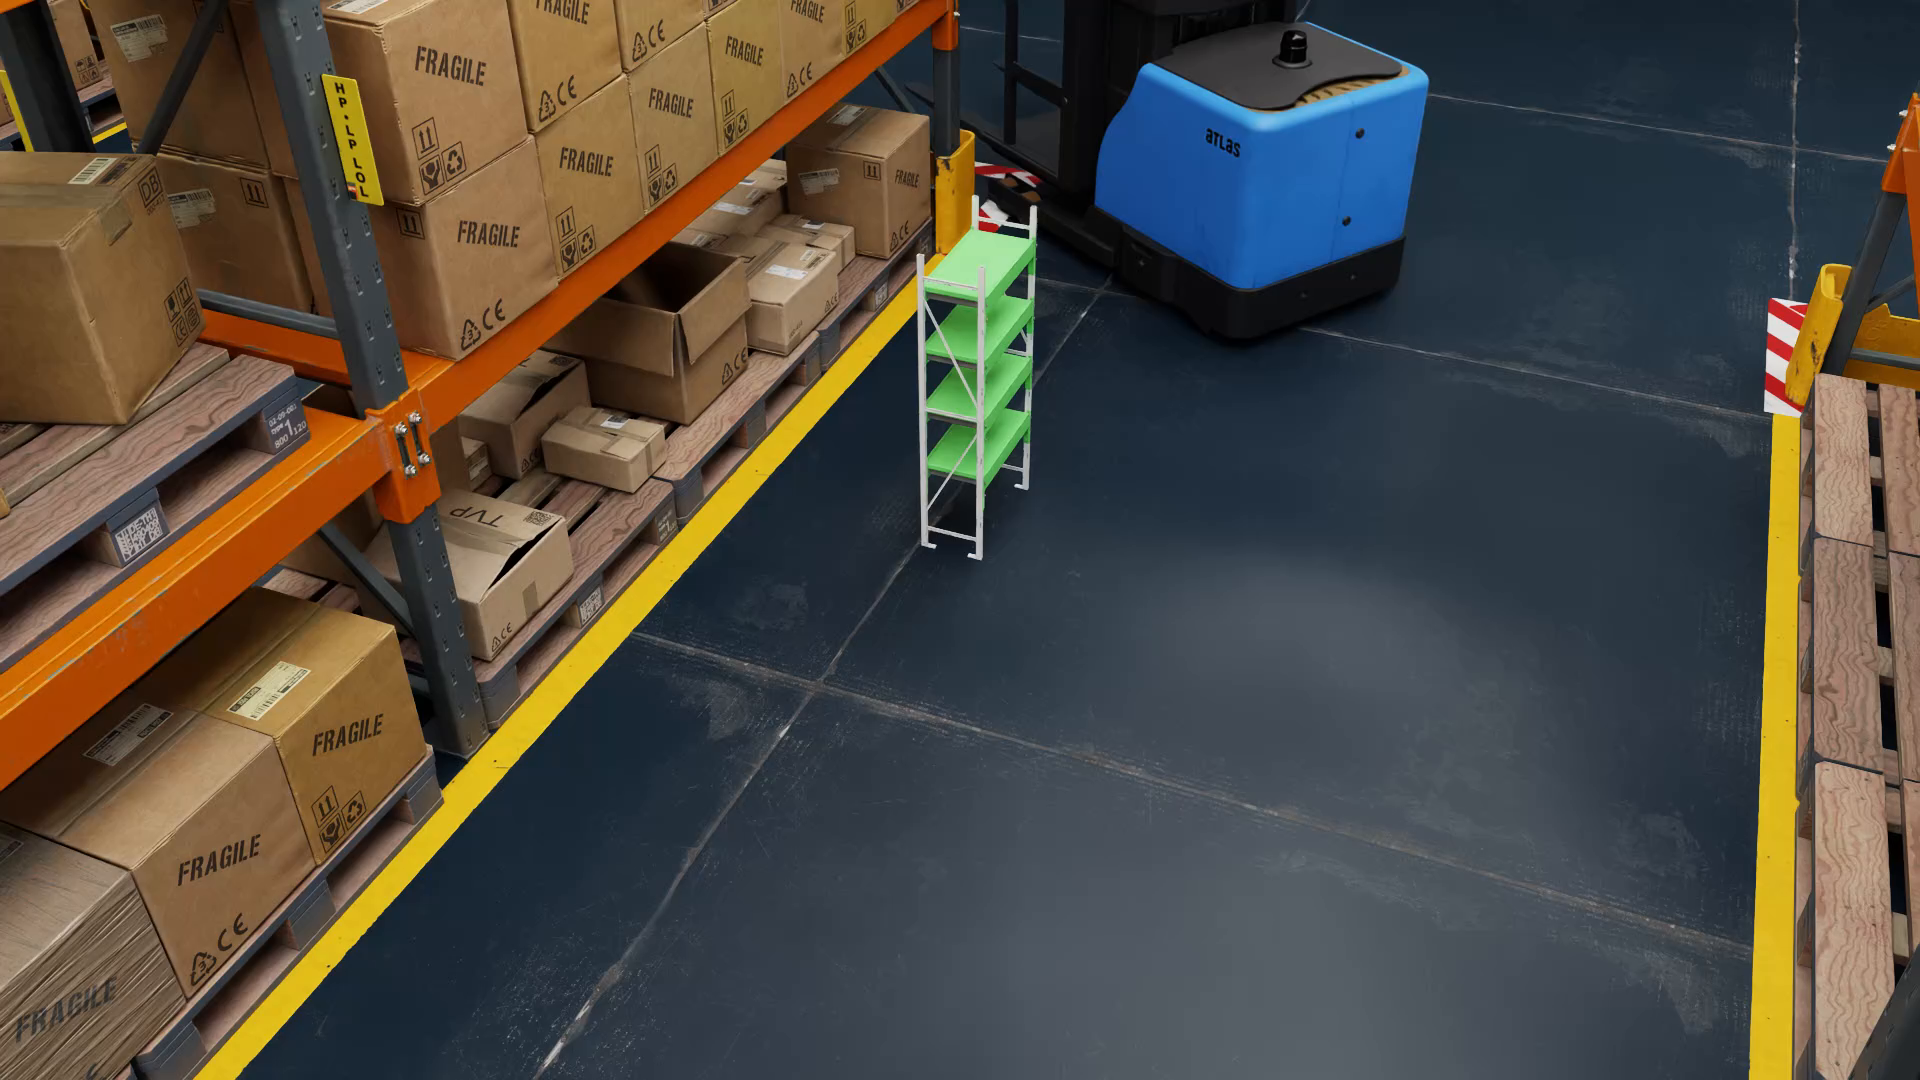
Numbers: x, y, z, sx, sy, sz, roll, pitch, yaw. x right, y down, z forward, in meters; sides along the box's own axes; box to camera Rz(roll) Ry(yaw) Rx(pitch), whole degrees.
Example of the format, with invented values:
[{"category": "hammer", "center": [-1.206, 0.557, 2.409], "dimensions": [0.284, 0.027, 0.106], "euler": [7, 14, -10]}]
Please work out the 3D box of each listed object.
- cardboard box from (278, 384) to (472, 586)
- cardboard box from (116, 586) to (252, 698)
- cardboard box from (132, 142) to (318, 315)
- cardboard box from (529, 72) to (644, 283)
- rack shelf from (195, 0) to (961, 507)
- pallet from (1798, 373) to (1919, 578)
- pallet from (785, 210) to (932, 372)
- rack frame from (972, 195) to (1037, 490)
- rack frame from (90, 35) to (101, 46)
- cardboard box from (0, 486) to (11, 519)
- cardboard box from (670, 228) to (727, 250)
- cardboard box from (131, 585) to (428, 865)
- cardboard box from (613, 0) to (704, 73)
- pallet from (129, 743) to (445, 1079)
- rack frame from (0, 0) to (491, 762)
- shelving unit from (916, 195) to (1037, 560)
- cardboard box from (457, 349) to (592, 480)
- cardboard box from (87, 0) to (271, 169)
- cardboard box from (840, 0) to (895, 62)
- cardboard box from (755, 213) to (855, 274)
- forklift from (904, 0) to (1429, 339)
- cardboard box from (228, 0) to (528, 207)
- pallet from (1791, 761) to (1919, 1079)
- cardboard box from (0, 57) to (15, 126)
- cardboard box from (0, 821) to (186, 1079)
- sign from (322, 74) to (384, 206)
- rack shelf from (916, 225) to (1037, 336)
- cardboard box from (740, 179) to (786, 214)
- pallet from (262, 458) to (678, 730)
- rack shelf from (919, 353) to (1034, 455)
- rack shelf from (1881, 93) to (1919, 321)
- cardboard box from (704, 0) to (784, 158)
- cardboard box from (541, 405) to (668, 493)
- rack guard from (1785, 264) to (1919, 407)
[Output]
[{"category": "cardboard box", "center": [-2.052, -0.196, 5.728], "dimensions": [0.500, 0.500, 0.500], "euler": [14, 39, 18]}, {"category": "cardboard box", "center": [-2.416, 0.396, 4.935], "dimensions": [0.500, 0.500, 0.500], "euler": [12, 38, 16]}, {"category": "cardboard box", "center": [-2.054, -1.016, 5.021], "dimensions": [0.500, 0.500, 0.500], "euler": [14, 39, 18]}, {"category": "cardboard box", "center": [-1.369, -1.186, 5.247], "dimensions": [0.500, 0.500, 0.500], "euler": [15, 39, 19]}, {"category": "rack shelf", "center": [-1.246, -1.460, 6.299], "dimensions": [1.077, 0.370, 4.000], "euler": [14, 39, 18]}, {"category": "pallet", "center": [3.745, -0.161, 6.289], "dimensions": [1.003, 0.211, 1.213], "euler": [14, 39, 18]}, {"category": "pallet", "center": [-0.816, -1.255, 7.753], "dimensions": [1.003, 0.211, 1.213], "euler": [14, 39, 18]}, {"category": "rack frame", "center": [0.156, -0.707, 6.194], "dimensions": [0.240, 1.200, 0.015], "euler": [14, 39, 18]}, {"category": "rack frame", "center": [-5.067, -3.982, 9.072], "dimensions": [1.000, 3.000, 0.127], "euler": [14, 39, 18]}, {"category": "cardboard box", "center": [-2.597, -0.243, 3.635], "dimensions": [0.700, 0.500, 0.500], "euler": [20, 41, 25]}, {"category": "cardboard box", "center": [-1.334, -1.141, 7.200], "dimensions": [0.500, 0.250, 0.500], "euler": [14, 39, 18]}, {"category": "cardboard box", "center": [-1.929, 0.522, 4.766], "dimensions": [0.500, 0.500, 0.500], "euler": [14, 39, 17]}, {"category": "cardboard box", "center": [-1.175, -1.849, 5.299], "dimensions": [0.500, 0.500, 0.500], "euler": [13, 39, 16]}, {"category": "pallet", "center": [-2.281, 0.935, 4.823], "dimensions": [1.003, 0.211, 1.213], "euler": [14, 39, 18]}, {"category": "rack frame", "center": [-2.007, -0.641, 4.602], "dimensions": [1.000, 3.000, 0.127], "euler": [14, 39, 18]}, {"category": "shelving unit", "center": [0.063, -0.572, 6.013], "dimensions": [0.258, 1.200, 0.503], "euler": [14, 39, 18]}, {"category": "cardboard box", "center": [-1.767, -0.536, 6.340], "dimensions": [0.500, 0.311, 0.500], "euler": [14, 39, 18]}, {"category": "cardboard box", "center": [-2.054, -1.421, 4.727], "dimensions": [0.500, 0.500, 0.500], "euler": [14, 39, 18]}, {"category": "cardboard box", "center": [-0.597, -2.298, 6.735], "dimensions": [0.500, 0.500, 0.500], "euler": [14, 39, 18]}, {"category": "cardboard box", "center": [-0.701, -1.336, 7.531], "dimensions": [0.380, 0.166, 0.250], "euler": [14, 39, 18]}, {"category": "forklift", "center": [0.806, -2.901, 7.683], "dimensions": [1.130, 2.935, 3.031], "euler": [-22, 42, -27]}, {"category": "cardboard box", "center": [-1.567, -1.279, 4.536], "dimensions": [0.500, 0.500, 0.500], "euler": [15, 39, 19]}, {"category": "pallet", "center": [2.817, 1.190, 4.481], "dimensions": [1.003, 0.211, 1.213], "euler": [14, 39, 18]}, {"category": "cardboard box", "center": [-5.431, -2.462, 8.775], "dimensions": [0.700, 0.500, 0.500], "euler": [14, 39, 18]}, {"category": "cardboard box", "center": [-2.316, 1.072, 4.031], "dimensions": [0.500, 0.500, 0.500], "euler": [14, 39, 18]}, {"category": "sign", "center": [-1.492, -0.981, 4.089], "dimensions": [0.100, 0.325, 0.005], "euler": [14, 39, 18]}, {"category": "rack shelf", "center": [0.063, -0.906, 5.764], "dimensions": [0.258, 0.148, 0.480], "euler": [14, 39, 18]}, {"category": "cardboard box", "center": [-1.057, -1.605, 7.891], "dimensions": [0.380, 0.166, 0.250], "euler": [14, 39, 18]}, {"category": "pallet", "center": [-1.744, 0.096, 5.946], "dimensions": [1.003, 0.211, 1.213], "euler": [14, 39, 18]}, {"category": "rack shelf", "center": [0.063, -0.521, 6.052], "dimensions": [0.258, 0.148, 0.480], "euler": [14, 39, 18]}, {"category": "rack shelf", "center": [3.334, -0.330, 4.787], "dimensions": [1.077, 0.370, 4.000], "euler": [14, 39, 18]}, {"category": "cardboard box", "center": [-0.984, -1.744, 5.994], "dimensions": [0.500, 0.500, 0.500], "euler": [13, 39, 17]}, {"category": "cardboard box", "center": [-1.327, -0.347, 6.208], "dimensions": [0.380, 0.166, 0.250], "euler": [14, 39, 18]}, {"category": "rack guard", "center": [4.092, -0.740, 6.823], "dimensions": [1.175, 0.500, 0.348], "euler": [14, 39, 18]}]
